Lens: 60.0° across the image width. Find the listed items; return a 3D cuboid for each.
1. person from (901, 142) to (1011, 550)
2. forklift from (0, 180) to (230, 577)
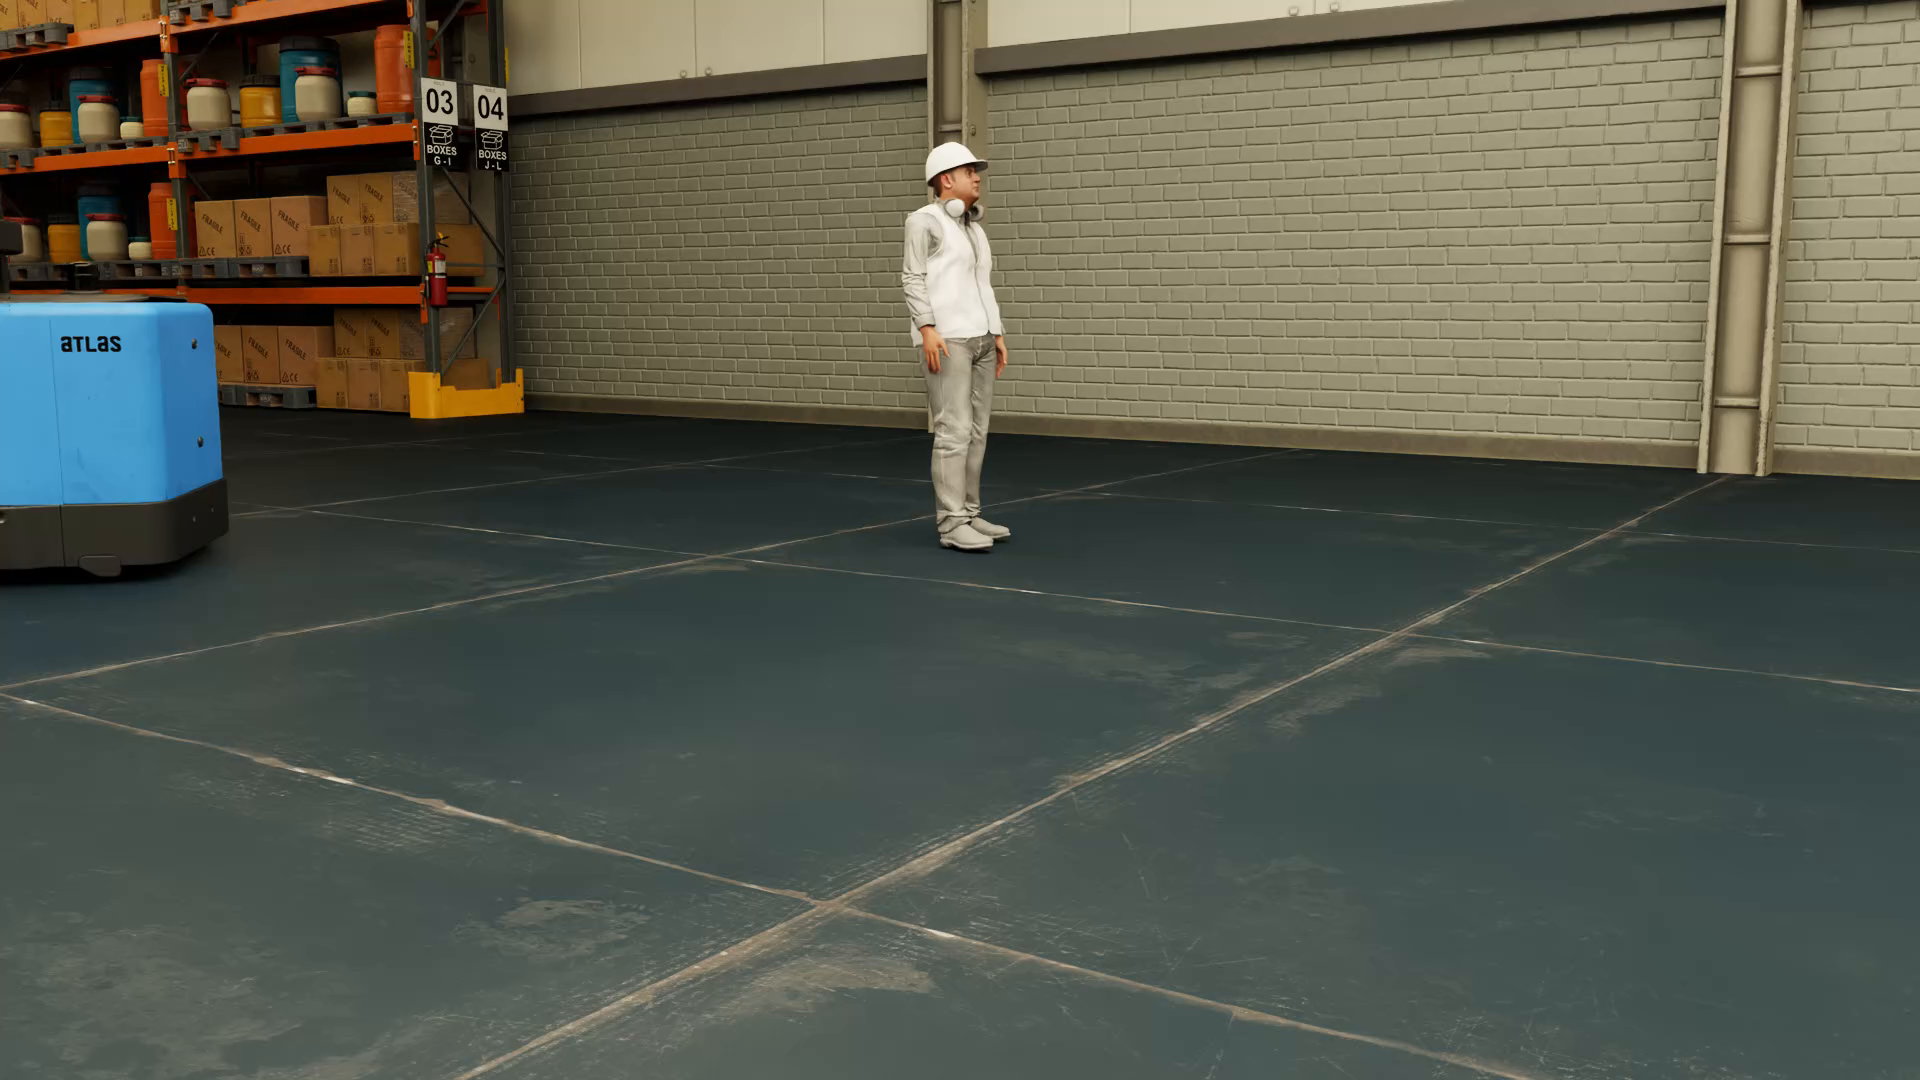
[{"bbox_3d":[0.048,-0.880,7.437,0.566,1.775,0.634,5,10,34],"label":"person"},{"bbox_3d":[-4.638,-1.318,6.460,3.031,2.935,1.130,-2,8,-11],"label":"forklift"}]
